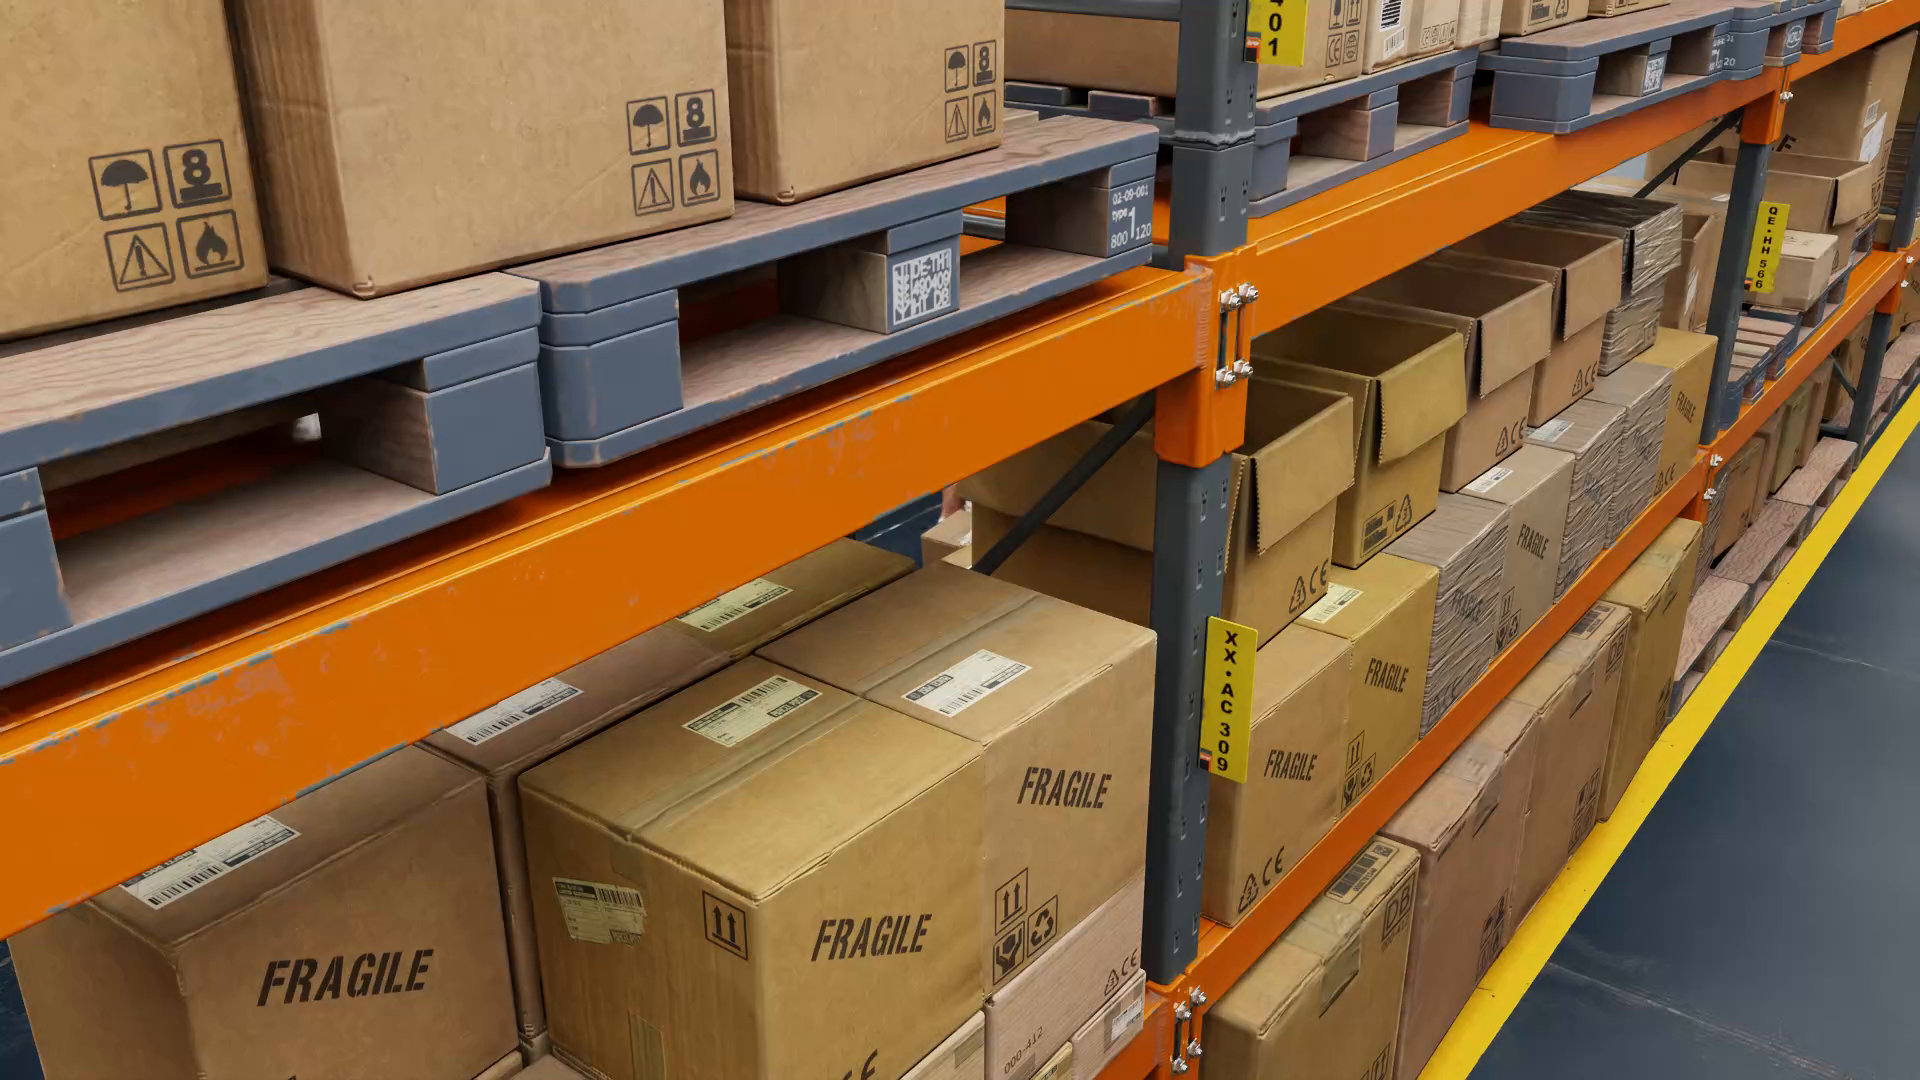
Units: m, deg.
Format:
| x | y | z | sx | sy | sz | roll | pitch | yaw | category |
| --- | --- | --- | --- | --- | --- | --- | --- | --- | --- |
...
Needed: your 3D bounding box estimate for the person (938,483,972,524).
| x | y | z | sx | sy | sz | roll | pitch | yaw | category |
| --- | --- | --- | --- | --- | --- | --- | --- | --- | --- |
| 0.156 | 0.041 | 6.471 | 0.542 | 1.789 | 0.520 | 16 | 28 | 33 | person |
